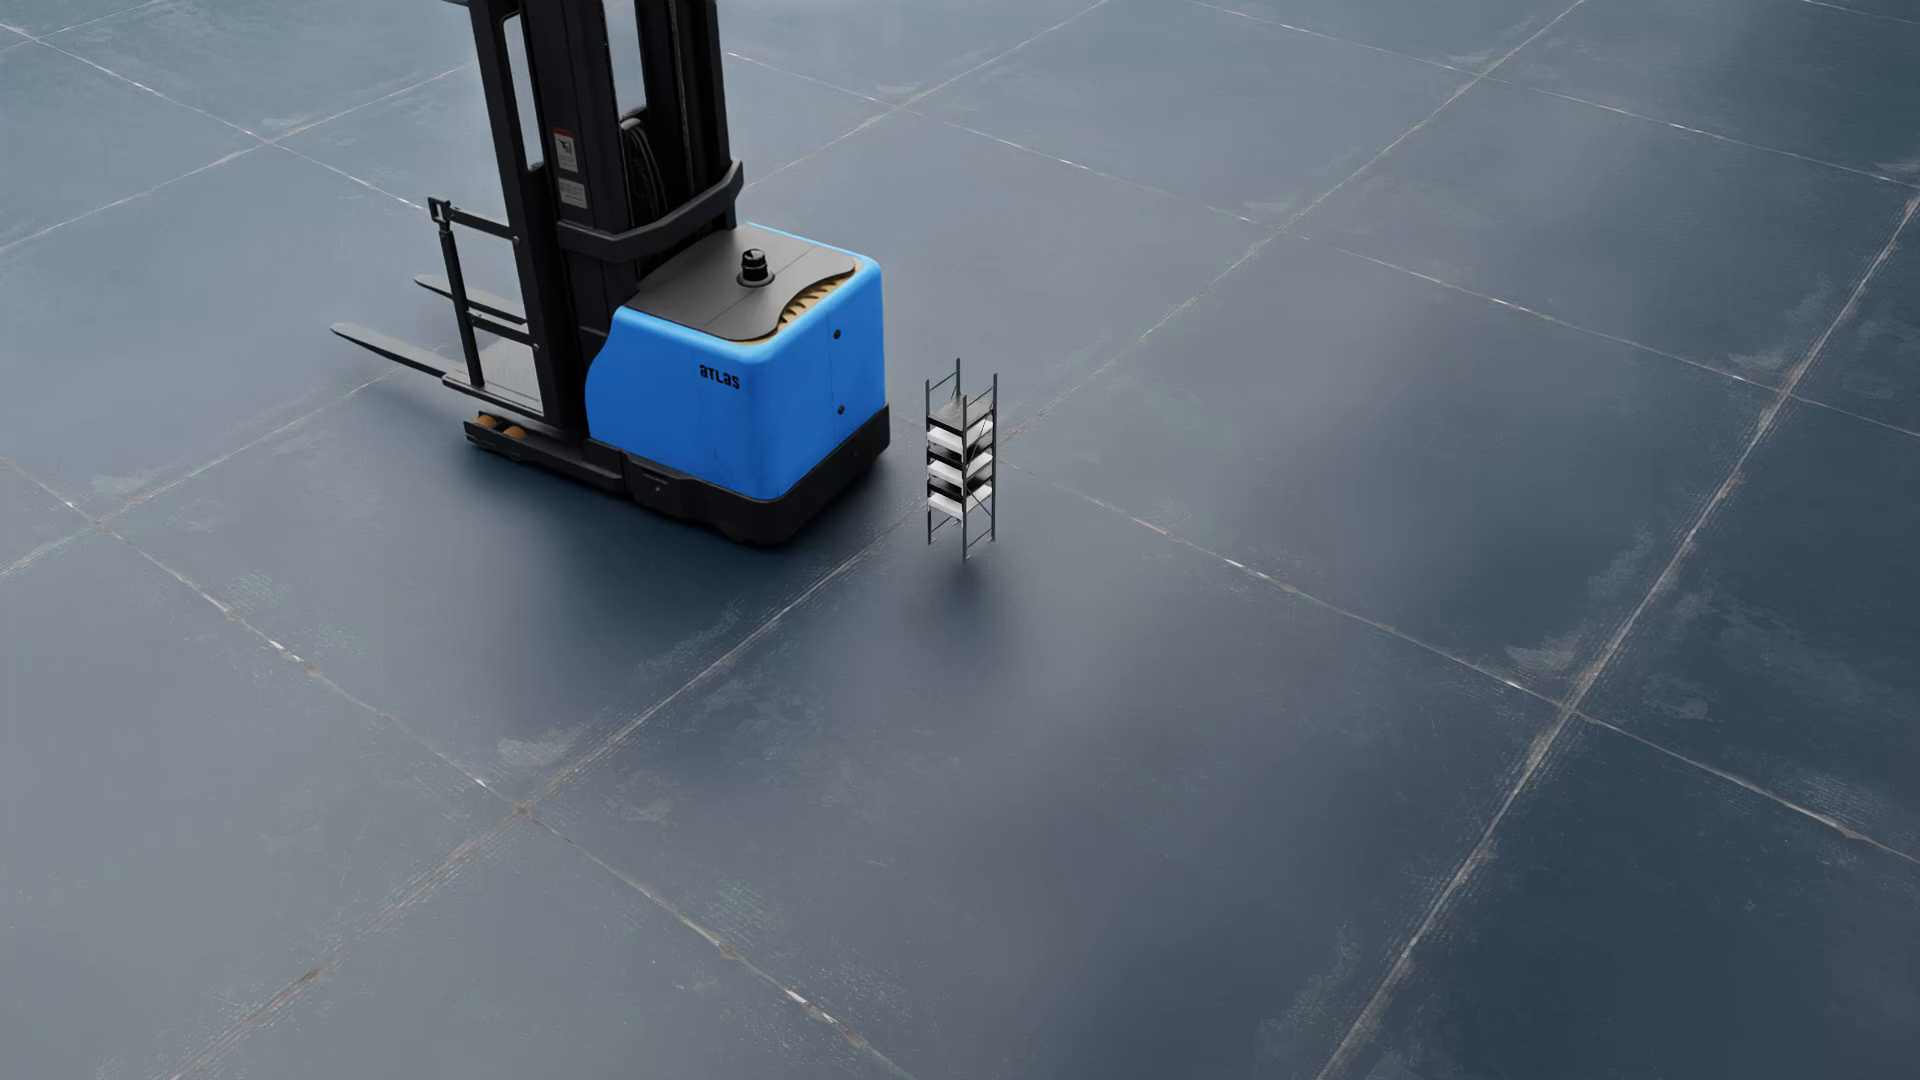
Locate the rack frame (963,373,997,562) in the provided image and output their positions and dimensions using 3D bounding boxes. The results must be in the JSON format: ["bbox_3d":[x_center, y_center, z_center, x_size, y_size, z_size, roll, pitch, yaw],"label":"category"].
[{"bbox_3d":[0.087,-0.313,7.420,0.006,0.900,0.240,25,45,29],"label":"rack frame"}]

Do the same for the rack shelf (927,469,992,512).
[{"bbox_3d":[0.006,-0.254,7.545,0.200,0.077,0.258,25,45,29],"label":"rack shelf"}]

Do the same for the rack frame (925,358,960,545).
[{"bbox_3d":[-0.074,-0.389,7.517,0.006,0.900,0.240,25,45,29],"label":"rack frame"}]

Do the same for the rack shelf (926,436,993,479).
[{"bbox_3d":[0.006,-0.396,7.434,0.200,0.077,0.258,25,45,29],"label":"rack shelf"}]

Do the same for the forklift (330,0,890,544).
[{"bbox_3d":[-1.877,-1.808,7.681,3.031,2.935,1.130,20,42,24],"label":"forklift"}]

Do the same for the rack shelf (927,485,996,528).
[{"bbox_3d":[0.006,-0.183,7.600,0.200,0.077,0.258,25,45,29],"label":"rack shelf"}]

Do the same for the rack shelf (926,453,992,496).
[{"bbox_3d":[0.006,-0.325,7.489,0.200,0.077,0.258,25,45,29],"label":"rack shelf"}]

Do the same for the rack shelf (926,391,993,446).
[{"bbox_3d":[0.006,-0.538,7.323,0.200,0.077,0.258,25,45,29],"label":"rack shelf"}]

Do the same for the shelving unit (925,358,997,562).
[{"bbox_3d":[0.006,-0.351,7.469,0.210,0.900,0.258,25,45,29],"label":"shelving unit"}]

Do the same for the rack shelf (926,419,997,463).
[{"bbox_3d":[0.006,-0.467,7.378,0.200,0.077,0.258,25,45,29],"label":"rack shelf"}]
